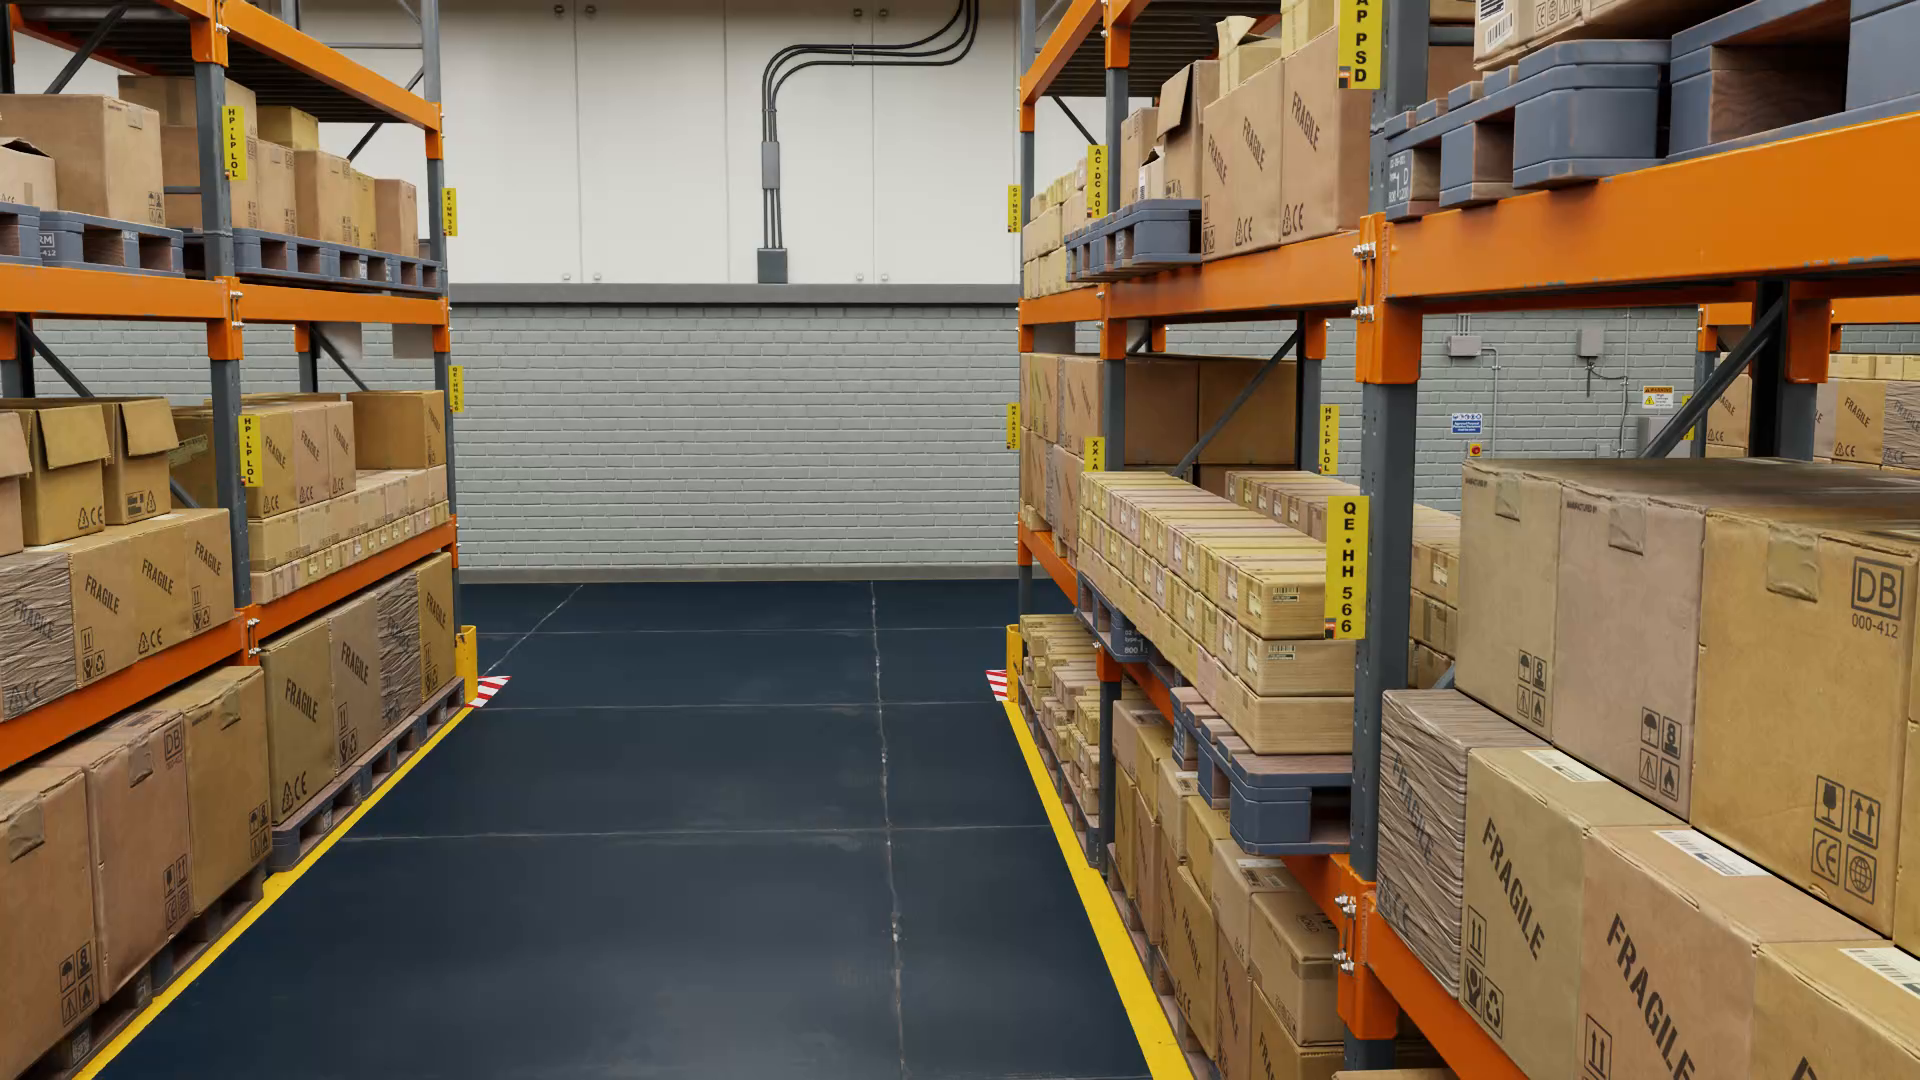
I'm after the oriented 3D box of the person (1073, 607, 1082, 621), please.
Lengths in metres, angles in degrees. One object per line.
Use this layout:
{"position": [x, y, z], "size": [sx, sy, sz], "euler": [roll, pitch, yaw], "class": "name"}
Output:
{"position": [1.371, 0.092, 14.827], "size": [0.873, 1.350, 0.414], "euler": [-1, 7, -5], "class": "person"}
